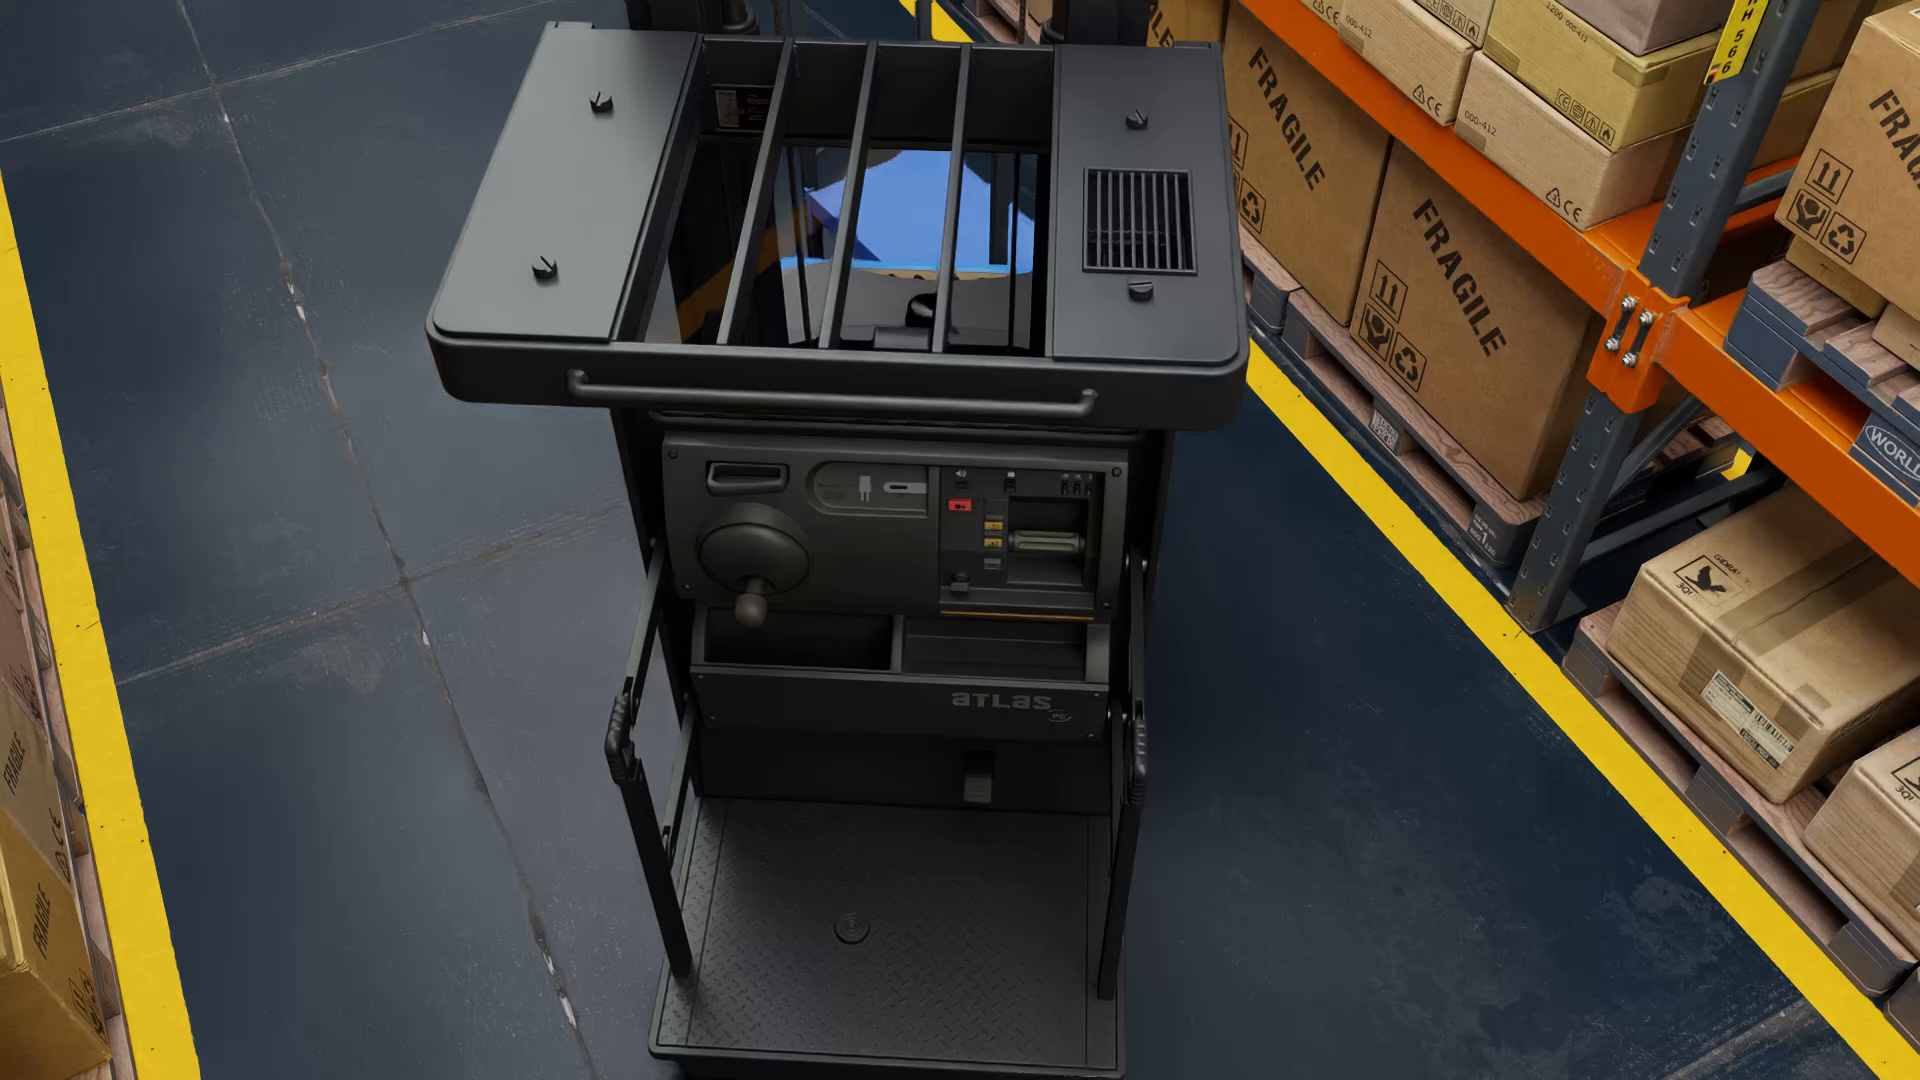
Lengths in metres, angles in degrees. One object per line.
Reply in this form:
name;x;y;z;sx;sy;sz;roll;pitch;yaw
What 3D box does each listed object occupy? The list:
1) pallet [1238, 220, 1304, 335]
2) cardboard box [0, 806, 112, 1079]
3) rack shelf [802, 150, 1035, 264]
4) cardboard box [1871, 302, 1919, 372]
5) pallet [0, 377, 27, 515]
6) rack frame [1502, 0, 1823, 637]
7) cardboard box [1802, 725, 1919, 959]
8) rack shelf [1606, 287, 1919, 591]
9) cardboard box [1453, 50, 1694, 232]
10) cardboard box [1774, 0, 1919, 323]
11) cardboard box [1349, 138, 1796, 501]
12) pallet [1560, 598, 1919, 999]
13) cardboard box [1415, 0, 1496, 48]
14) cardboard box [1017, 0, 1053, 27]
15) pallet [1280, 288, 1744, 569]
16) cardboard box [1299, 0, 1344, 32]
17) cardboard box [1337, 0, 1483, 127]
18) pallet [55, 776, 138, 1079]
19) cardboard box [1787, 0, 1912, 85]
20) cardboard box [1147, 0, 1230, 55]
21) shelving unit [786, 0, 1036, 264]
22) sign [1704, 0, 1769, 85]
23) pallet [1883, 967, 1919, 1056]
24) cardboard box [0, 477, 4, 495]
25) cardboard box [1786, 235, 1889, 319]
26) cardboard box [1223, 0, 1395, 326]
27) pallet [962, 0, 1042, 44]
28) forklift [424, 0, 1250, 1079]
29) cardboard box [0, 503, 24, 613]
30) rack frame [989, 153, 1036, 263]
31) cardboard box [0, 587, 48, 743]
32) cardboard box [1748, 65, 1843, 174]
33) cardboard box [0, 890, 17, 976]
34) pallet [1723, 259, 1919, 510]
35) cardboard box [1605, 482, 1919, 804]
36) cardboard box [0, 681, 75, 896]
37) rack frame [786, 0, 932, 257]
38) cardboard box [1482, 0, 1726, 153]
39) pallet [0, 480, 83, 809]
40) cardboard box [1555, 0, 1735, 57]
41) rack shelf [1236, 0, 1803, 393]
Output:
pallet;1.278;-1.360;6.299;1.003;0.211;1.213;-21;52;-18
cardboard box;-2.326;0.987;3.776;0.500;0.500;0.500;-23;53;-19
rack shelf;-0.005;-0.887;5.268;0.538;0.185;1.000;-28;55;-23
cardboard box;2.209;-0.482;3.567;0.380;0.149;0.250;-24;53;-20
pallet;-3.702;-0.375;5.438;1.003;0.211;1.213;-21;52;-18
rack frame;2.126;-0.909;4.052;1.000;3.000;0.127;-21;52;-18
cardboard box;2.721;0.690;4.120;0.950;0.372;0.625;-22;52;-18
rack shelf;3.041;0.666;3.152;1.077;0.370;4.000;-21;52;-18
cardboard box;1.664;-1.109;4.327;0.500;0.250;0.500;-23;53;-19
cardboard box;2.126;-0.797;3.412;0.500;0.500;0.500;-23;53;-19
cardboard box;1.884;-0.839;5.123;0.875;0.875;0.875;-22;52;-18
pallet;2.482;0.532;4.644;1.003;0.211;1.213;-21;52;-18
cardboard box;1.441;-1.603;4.427;0.500;0.250;0.500;-22;53;-18
cardboard box;0.651;-2.638;6.697;0.875;0.875;0.875;-20;52;-16
pallet;1.832;-0.545;5.586;1.003;0.211;1.213;-21;52;-18
cardboard box;1.200;-1.788;4.921;0.500;0.250;0.500;-22;52;-18
cardboard box;1.416;-1.445;4.621;0.500;0.250;0.500;-20;52;-17
pallet;-2.585;1.258;4.009;1.003;0.211;1.213;-21;52;-18
cardboard box;2.114;-1.449;4.292;0.500;0.250;0.500;-22;52;-18
cardboard box;1.071;-2.036;6.170;0.875;0.875;0.875;-20;52;-16
shelving unit;-0.005;-1.005;5.133;0.538;1.500;1.048;-28;55;-23
sign;1.634;-1.097;3.447;0.100;0.325;0.005;-21;52;-18
pallet;3.037;1.348;3.931;1.003;0.211;1.213;-21;52;-18
cardboard box;-3.262;-0.377;4.969;0.500;0.500;0.500;-22;52;-18
cardboard box;2.110;-0.683;3.743;0.380;0.149;0.250;-24;53;-20
cardboard box;1.480;-1.437;5.647;0.875;0.875;0.875;-21;52;-17
pallet;0.716;-2.178;7.014;1.003;0.211;1.213;-21;52;-18
forklift;-0.142;0.094;3.220;1.130;2.935;3.031;2;49;2
cardboard box;-3.031;-0.032;4.667;0.500;0.500;0.500;-22;52;-18
rack frame;0.292;-0.694;4.861;0.500;1.500;0.032;-28;55;-23
cardboard box;-2.798;0.310;4.368;0.500;0.500;0.500;-22;53;-18
cardboard box;2.126;-1.274;4.471;0.500;0.250;0.500;-22;52;-18
cardboard box;-2.329;0.756;3.479;0.500;0.250;0.500;-23;53;-19
pallet;2.547;-0.406;3.739;1.213;0.211;1.003;-21;52;-18
cardboard box;2.376;0.199;4.550;0.950;0.372;0.625;-24;53;-20
cardboard box;-2.559;0.652;4.069;0.500;0.500;0.500;-21;52;-17
rack frame;-0.301;-1.316;5.405;0.500;1.500;0.032;-28;55;-23
cardboard box;1.679;-1.261;4.128;0.500;0.250;0.500;-21;52;-18
pallet;-3.140;0.443;4.723;1.003;0.211;1.213;-21;52;-18
cardboard box;1.657;-1.527;3.862;0.500;0.500;0.500;-22;53;-18
rack shelf;1.211;-2.011;5.494;1.077;0.370;4.000;-21;52;-18
